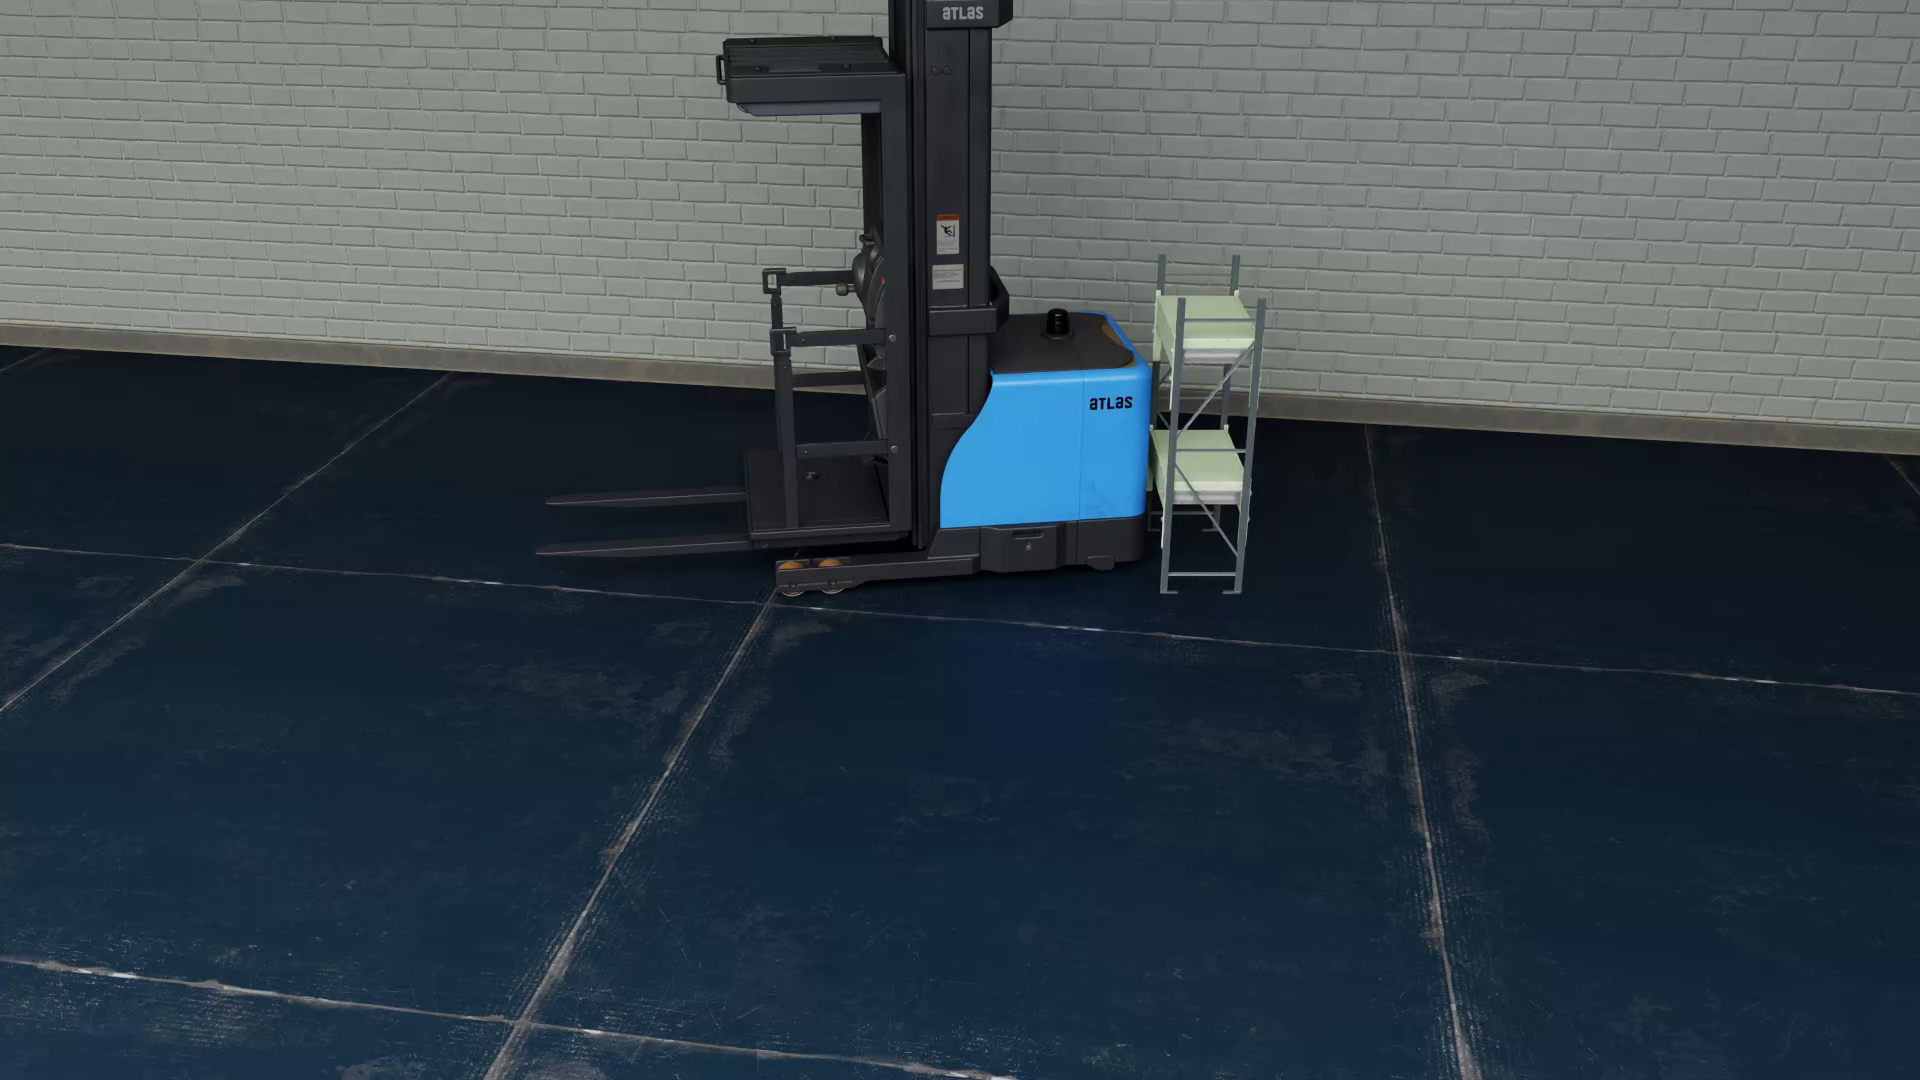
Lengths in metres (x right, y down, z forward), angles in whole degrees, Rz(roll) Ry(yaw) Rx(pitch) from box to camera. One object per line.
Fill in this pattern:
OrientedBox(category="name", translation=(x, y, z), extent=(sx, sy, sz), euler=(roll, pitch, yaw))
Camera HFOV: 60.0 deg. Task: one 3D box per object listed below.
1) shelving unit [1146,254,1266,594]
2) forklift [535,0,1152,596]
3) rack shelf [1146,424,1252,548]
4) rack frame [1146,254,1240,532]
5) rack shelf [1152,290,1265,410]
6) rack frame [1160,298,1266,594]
OrientedBox(category="shelving unit", translation=(1.184, -0.574, 8.205), extent=(0.431, 1.500, 0.755), euler=(0, 25, -1))
OrientedBox(category="forklift", translation=(-0.616, -1.290, 8.049), extent=(3.031, 2.935, 1.130), euler=(-3, 25, -7))
OrientedBox(category="rack shelf", translation=(1.183, -0.279, 8.343), extent=(0.431, 0.370, 0.720), euler=(0, 25, -1))
OrientedBox(category="rack frame", translation=(1.181, -0.729, 8.536), extent=(0.400, 1.500, 0.023), euler=(0, 25, -1))
OrientedBox(category="rack shelf", translation=(1.186, -0.928, 8.039), extent=(0.431, 0.370, 0.720), euler=(0, 25, -1))
OrientedBox(category="rack frame", translation=(1.188, -0.419, 7.873), extent=(0.400, 1.500, 0.023), euler=(0, 25, -1))
